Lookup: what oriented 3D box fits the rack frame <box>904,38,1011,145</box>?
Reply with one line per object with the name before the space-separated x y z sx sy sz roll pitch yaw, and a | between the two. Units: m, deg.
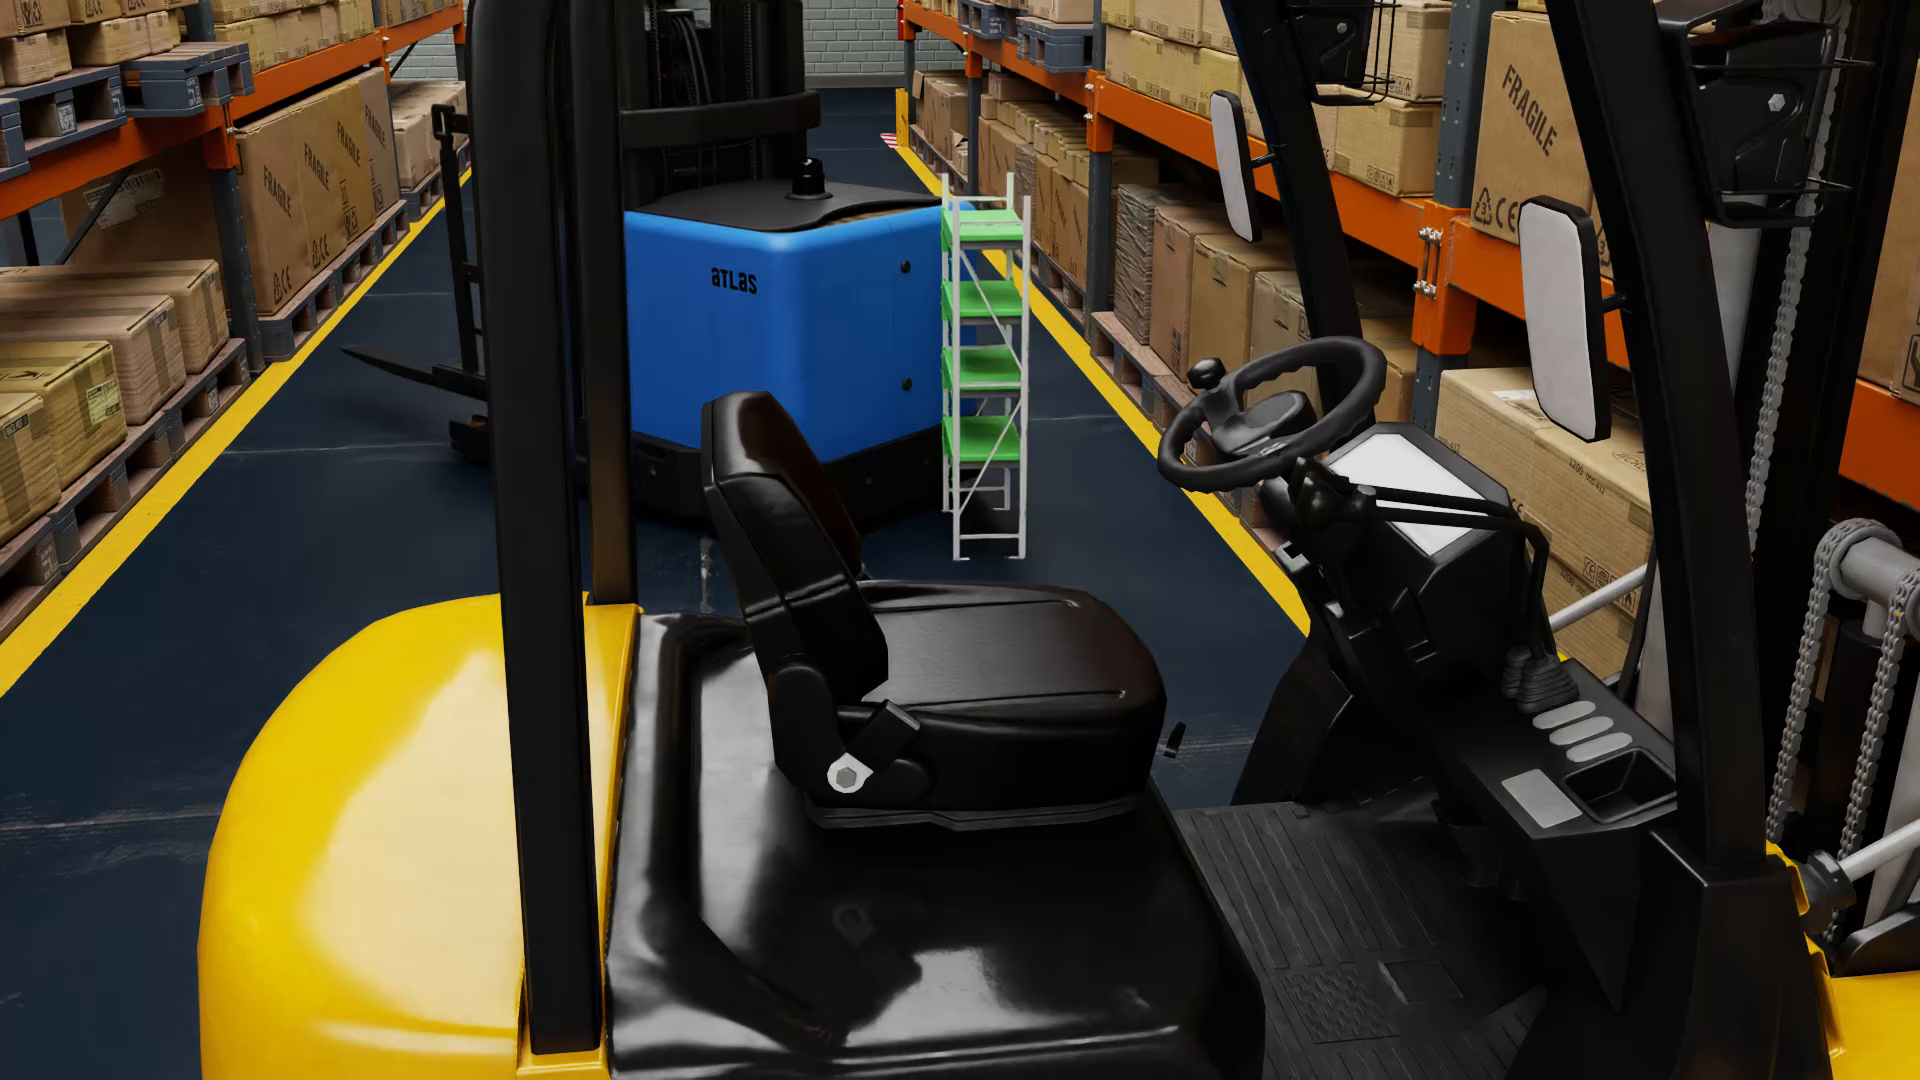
rack frame | -0.020 -5.191 15.328 1.000 3.000 0.127 -3 21 -8

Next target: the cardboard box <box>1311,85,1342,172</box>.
cardboard box | 1.301 -1.301 5.127 0.500 0.250 0.500 -3 21 -8

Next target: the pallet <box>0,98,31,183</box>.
pallet | -3.167 -0.967 4.292 1.003 0.211 1.213 -3 21 -8

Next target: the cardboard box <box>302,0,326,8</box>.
cardboard box | -3.799 -3.050 9.095 0.500 0.250 0.500 -3 21 -7

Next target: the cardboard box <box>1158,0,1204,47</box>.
cardboard box | 1.085 -2.064 6.454 0.500 0.250 0.500 -3 21 -9

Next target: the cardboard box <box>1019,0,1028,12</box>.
cardboard box | 0.715 -3.222 9.308 0.797 0.503 0.637 -3 21 -9

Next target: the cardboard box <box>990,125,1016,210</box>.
cardboard box | 0.491 -2.469 11.012 0.500 0.500 0.500 -3 21 -8

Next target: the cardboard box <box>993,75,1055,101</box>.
cardboard box | 0.430 -3.050 11.215 0.380 0.149 0.250 -4 21 -10

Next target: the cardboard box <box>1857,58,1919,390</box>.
cardboard box | 1.681 -0.562 2.790 0.500 0.500 0.500 -3 21 -8

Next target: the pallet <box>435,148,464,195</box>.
pallet | -4.566 -2.939 13.283 1.003 0.211 1.213 -3 21 -8

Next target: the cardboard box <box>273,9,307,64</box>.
cardboard box | -3.761 -2.640 8.713 0.500 0.250 0.500 -2 21 -6

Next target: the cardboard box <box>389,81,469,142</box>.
cardboard box | -4.737 -3.712 14.430 0.875 0.438 0.875 -4 21 -10

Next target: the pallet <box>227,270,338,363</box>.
pallet | -3.817 -1.140 8.467 1.003 0.211 1.213 -3 21 -8

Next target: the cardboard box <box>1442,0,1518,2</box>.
cardboard box | 1.441 -1.494 4.359 0.380 0.149 0.250 -2 21 -6

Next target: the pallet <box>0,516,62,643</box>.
pallet | -3.315 0.252 4.739 1.003 0.211 1.213 -3 21 -8

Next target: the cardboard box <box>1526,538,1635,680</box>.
cardboard box | 1.549 0.178 3.567 0.500 0.250 0.500 -3 21 -8

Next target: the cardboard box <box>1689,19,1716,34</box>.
cardboard box | 1.562 -0.996 3.025 0.380 0.149 0.250 -2 21 -7

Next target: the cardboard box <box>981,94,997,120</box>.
cardboard box | 0.346 -2.998 11.502 0.380 0.149 0.250 -2 21 -5

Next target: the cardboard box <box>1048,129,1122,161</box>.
cardboard box | 0.718 -2.275 9.567 0.380 0.149 0.250 -3 21 -9

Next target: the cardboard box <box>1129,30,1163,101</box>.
cardboard box | 1.023 -2.011 7.027 0.500 0.250 0.500 -3 21 -9

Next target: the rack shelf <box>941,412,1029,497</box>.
rack shelf | 0.079 -0.297 5.664 0.258 0.148 0.480 -2 21 -4

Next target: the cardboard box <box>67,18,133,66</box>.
cardboard box | -3.225 -1.791 5.982 0.380 0.149 0.250 -3 21 -7

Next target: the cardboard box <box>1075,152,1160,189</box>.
cardboard box | 0.812 -1.909 8.586 0.380 0.149 0.250 -4 21 -10

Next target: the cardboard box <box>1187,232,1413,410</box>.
cardboard box | 1.409 -0.830 6.445 0.875 0.625 0.625 -4 21 -10

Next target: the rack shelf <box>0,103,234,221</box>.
rack shelf | -3.489 -1.140 5.510 1.077 0.370 4.000 -3 21 -8

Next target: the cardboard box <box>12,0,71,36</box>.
cardboard box | -3.200 -1.867 5.259 0.500 0.500 0.500 -4 21 -10

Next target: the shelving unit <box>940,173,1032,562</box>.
shelving unit | 0.079 -0.581 5.558 0.258 1.200 0.503 -2 21 -4

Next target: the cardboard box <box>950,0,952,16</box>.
cardboard box | 0.130 -4.056 12.648 0.380 0.149 0.250 -2 21 -6

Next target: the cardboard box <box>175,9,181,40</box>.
cardboard box | -3.498 -2.147 6.936 0.380 0.149 0.250 -2 21 -6

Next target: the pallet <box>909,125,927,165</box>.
pallet | 0.107 -3.582 15.006 1.003 0.211 1.213 -3 21 -8

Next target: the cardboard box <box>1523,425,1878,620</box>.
cardboard box | 1.533 -0.052 3.470 0.500 0.250 0.500 -3 21 -8

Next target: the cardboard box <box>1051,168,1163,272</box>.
cardboard box | 0.798 -1.756 9.104 0.500 0.500 0.500 -3 21 -9

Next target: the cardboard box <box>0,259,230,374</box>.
cardboard box | -3.706 -0.939 7.099 0.950 0.372 0.625 -4 21 -11

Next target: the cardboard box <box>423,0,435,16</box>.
cardboard box | -4.371 -4.302 12.805 0.500 0.500 0.500 -2 21 -6

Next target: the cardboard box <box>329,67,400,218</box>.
cardboard box | -4.186 -2.545 10.680 0.875 0.875 0.875 -2 21 -6

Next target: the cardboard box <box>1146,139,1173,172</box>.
cardboard box | 1.240 -2.123 9.157 0.380 0.149 0.250 -3 21 -7

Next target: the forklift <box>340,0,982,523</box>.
forklift | -1.374 -1.766 6.254 3.031 2.935 1.130 16 26 37

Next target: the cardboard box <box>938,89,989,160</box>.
cardboard box | 0.209 -3.343 13.352 0.700 0.500 0.500 -4 21 -10

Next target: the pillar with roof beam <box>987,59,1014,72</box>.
pillar with roof beam | -3.776 -8.763 16.318 9.100 9.000 0.400 -3 21 -8

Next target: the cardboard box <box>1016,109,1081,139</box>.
cardboard box | 0.562 -2.635 10.530 0.380 0.149 0.250 -3 21 -8

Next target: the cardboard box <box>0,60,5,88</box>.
cardboard box | -3.141 -1.429 5.014 0.380 0.149 0.250 -3 21 -7

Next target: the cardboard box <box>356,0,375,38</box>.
cardboard box | -4.040 -3.342 10.590 0.500 0.250 0.500 -3 21 -9

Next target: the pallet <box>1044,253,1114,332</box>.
pallet | 1.063 -1.375 9.097 1.003 0.211 1.213 -3 21 -8

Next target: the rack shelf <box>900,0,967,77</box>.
rack shelf | 0.269 -4.162 13.600 1.077 0.370 4.000 -3 21 -8

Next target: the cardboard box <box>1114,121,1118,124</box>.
cardboard box | 1.131 -2.488 10.135 0.380 0.149 0.250 -4 21 -10

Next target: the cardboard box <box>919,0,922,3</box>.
cardboard box | -0.161 -4.860 14.800 0.380 0.149 0.250 -2 21 -6

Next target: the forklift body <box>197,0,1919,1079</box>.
forklift body | 0.208 0.182 2.156 2.313 2.155 1.214 -3 21 -8
